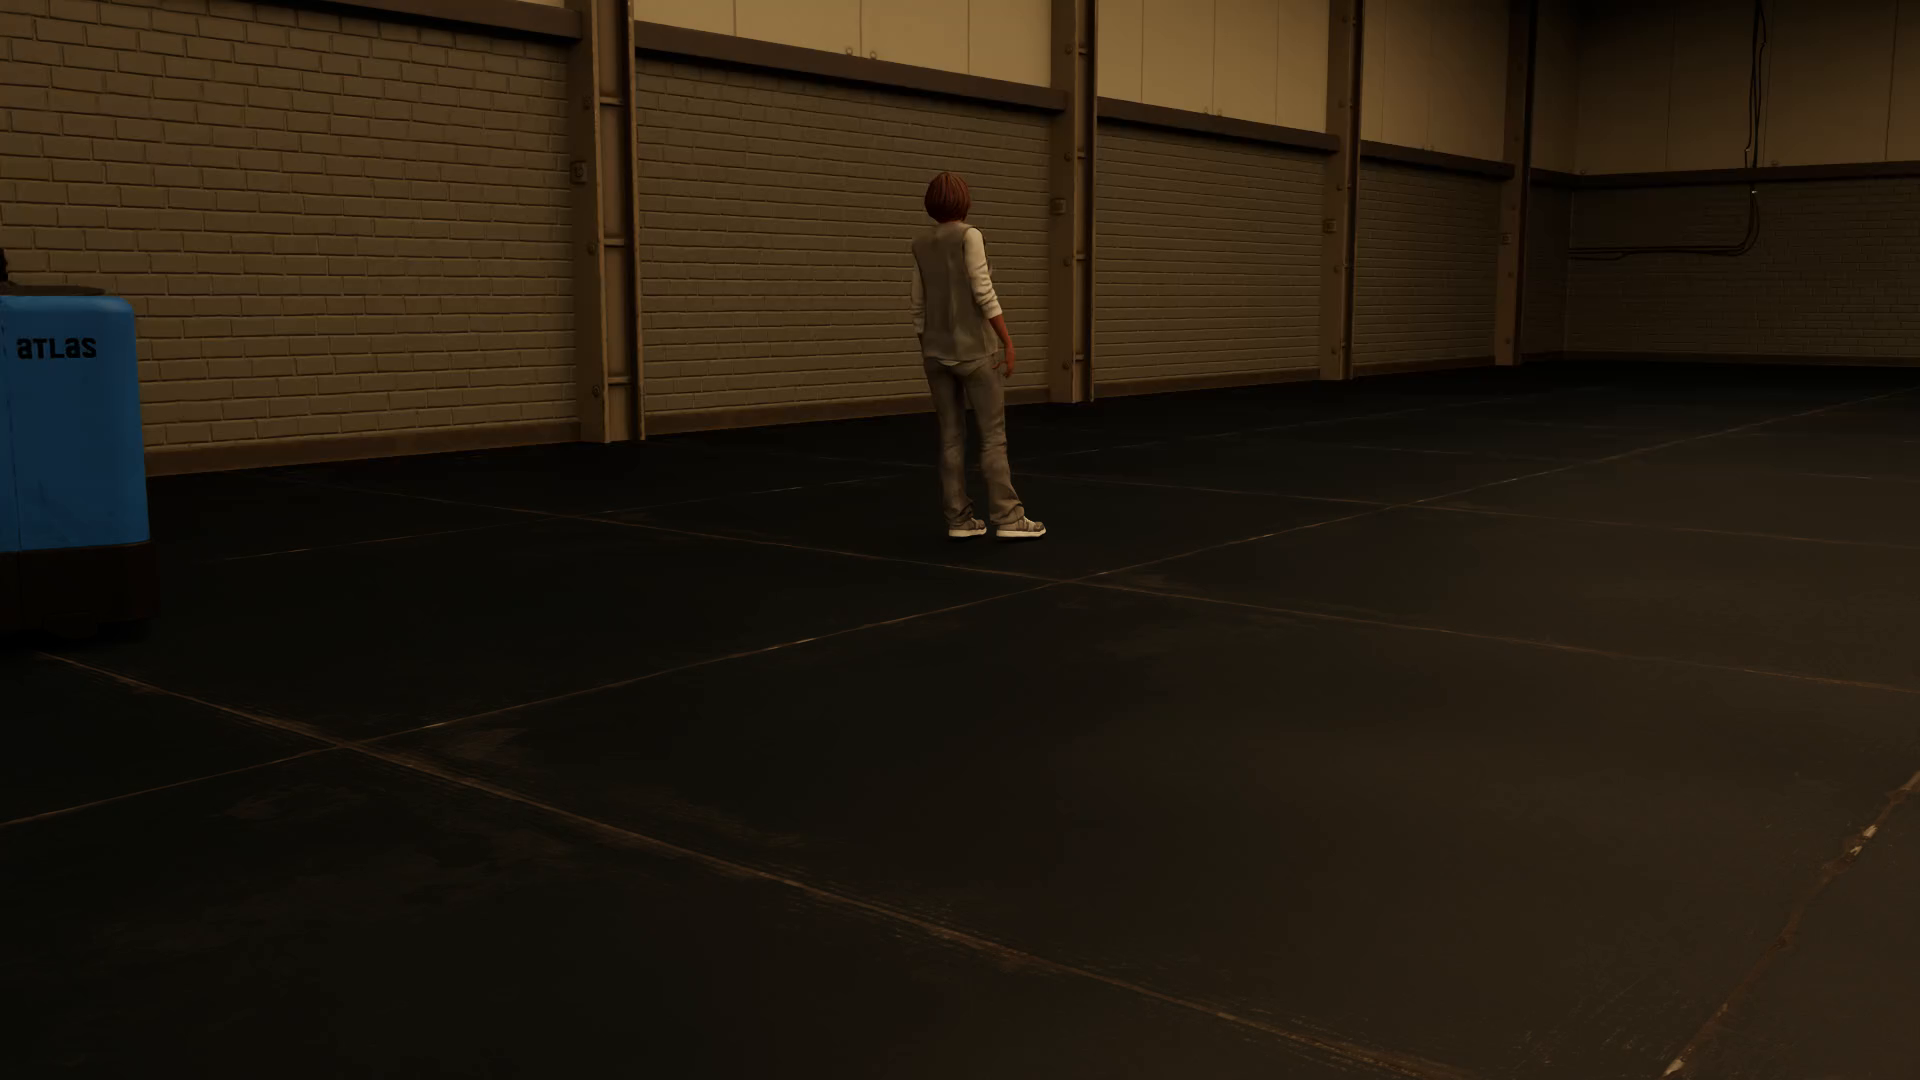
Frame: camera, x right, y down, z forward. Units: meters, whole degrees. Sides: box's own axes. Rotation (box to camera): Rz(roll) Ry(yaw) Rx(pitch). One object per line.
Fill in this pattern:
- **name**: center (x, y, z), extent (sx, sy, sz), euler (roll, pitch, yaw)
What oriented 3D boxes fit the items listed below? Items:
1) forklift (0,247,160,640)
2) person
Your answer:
- **forklift**: center (-4.081, -1.089, 4.725), extent (3.031, 2.935, 1.130), euler (-5, 10, -30)
- **person**: center (0.058, -0.805, 7.337), extent (0.520, 1.599, 0.473), euler (7, 11, 38)
